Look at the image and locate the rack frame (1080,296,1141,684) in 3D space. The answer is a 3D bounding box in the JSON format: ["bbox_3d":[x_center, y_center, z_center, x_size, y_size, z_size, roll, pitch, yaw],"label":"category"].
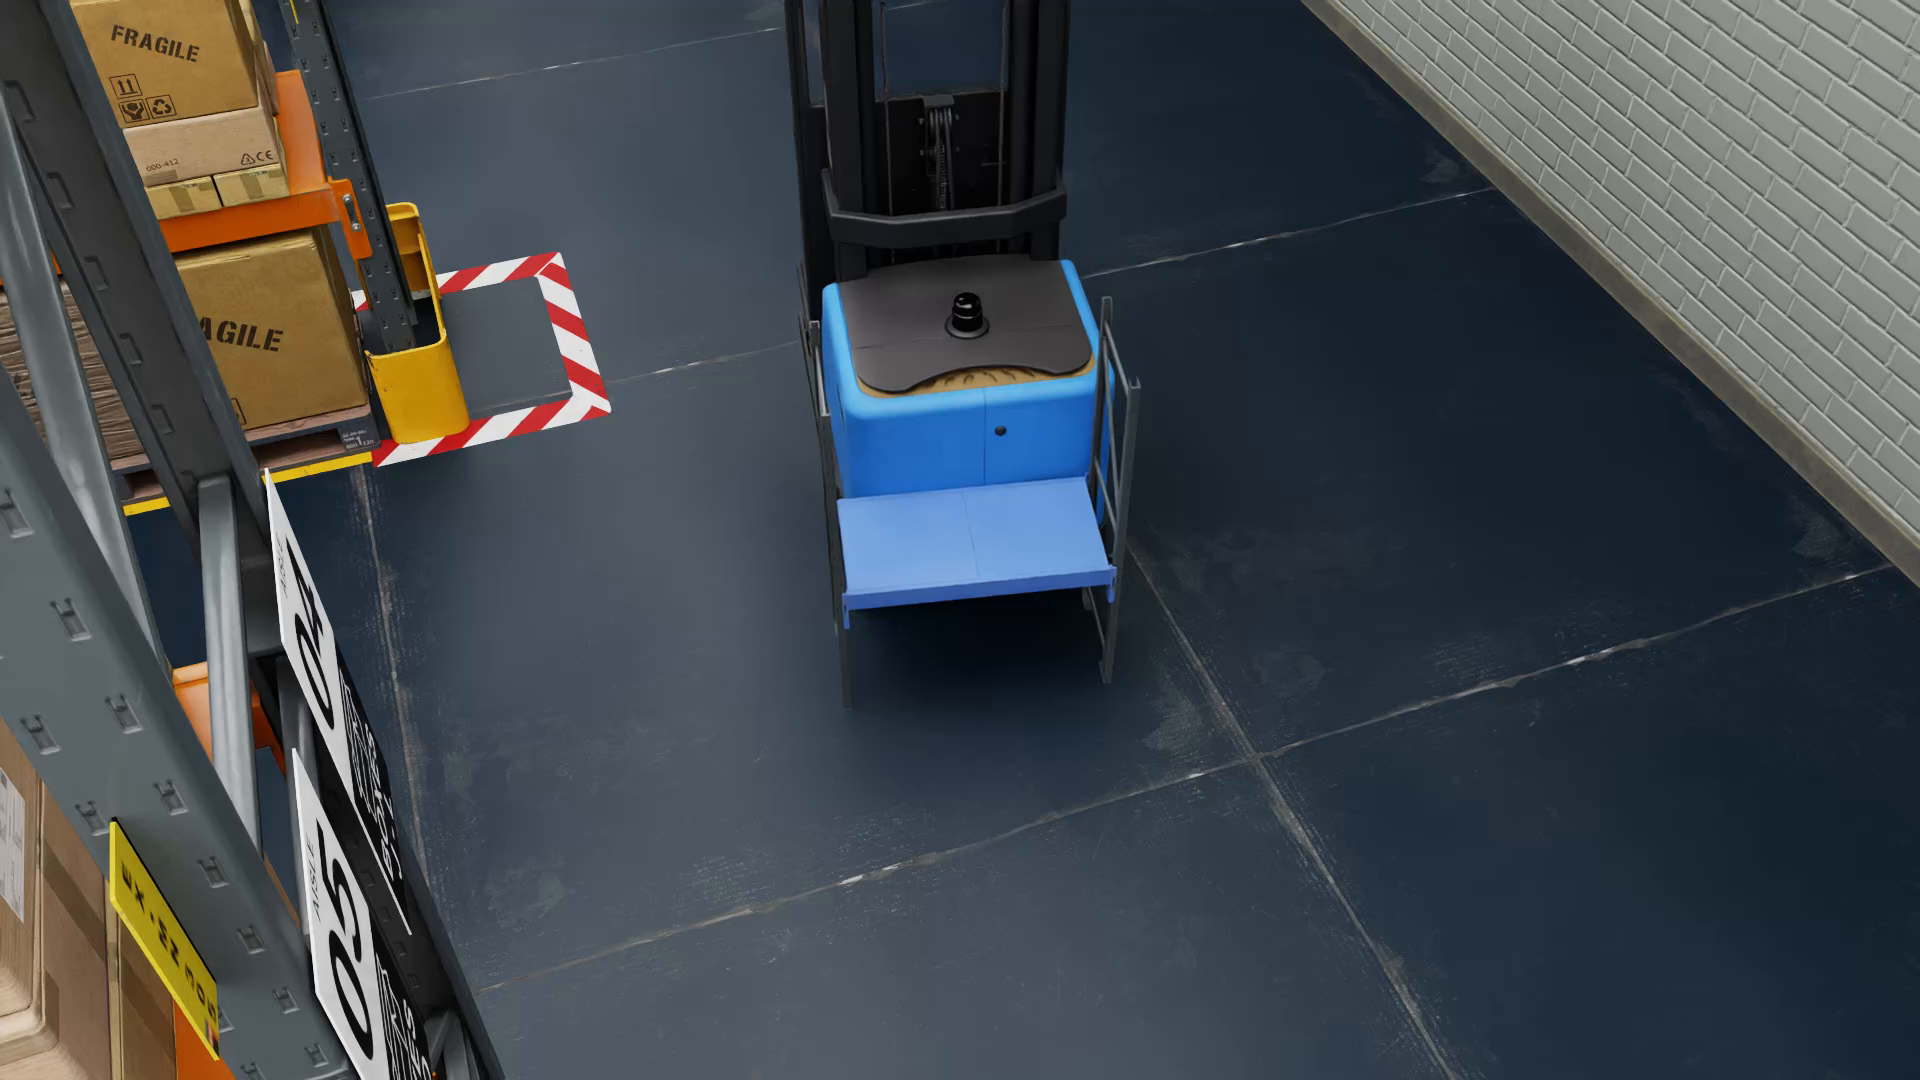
[{"bbox_3d":[0.543,-0.143,6.143,0.032,1.500,0.500,-6,45,-5],"label":"rack frame"}]

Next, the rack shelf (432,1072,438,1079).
[{"bbox_3d":[-2.893,2.164,3.293,4.000,0.370,1.077,-14,47,-14],"label":"rack shelf"}]

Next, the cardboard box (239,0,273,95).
[{"bbox_3d":[-3.144,-2.016,6.847,0.500,0.250,0.500,-16,47,-15],"label":"cardboard box"}]

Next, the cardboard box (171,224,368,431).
[{"bbox_3d":[-3.176,-1.091,7.232,0.875,0.875,0.875,-14,47,-14],"label":"cardboard box"}]

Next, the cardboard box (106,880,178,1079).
[{"bbox_3d":[-1.350,0.709,2.223,0.500,0.250,0.500,-15,47,-15],"label":"cardboard box"}]

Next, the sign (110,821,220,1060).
[{"bbox_3d":[-0.843,0.432,1.768,0.005,0.325,0.100,-14,47,-14],"label":"sign"}]

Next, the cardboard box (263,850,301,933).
[{"bbox_3d":[-1.525,0.867,3.091,0.500,0.500,0.500,-15,47,-14],"label":"cardboard box"}]

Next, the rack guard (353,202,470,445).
[{"bbox_3d":[-2.579,-1.023,7.726,0.348,0.500,1.175,-14,47,-14],"label":"rack guard"}]

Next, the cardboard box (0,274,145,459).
[{"bbox_3d":[-4.032,-0.872,7.014,0.875,0.875,0.875,-14,47,-14],"label":"cardboard box"}]

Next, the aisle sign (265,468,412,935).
[{"bbox_3d":[-1.045,0.294,2.813,0.004,0.787,0.394,-14,47,-14],"label":"aisle sign"}]

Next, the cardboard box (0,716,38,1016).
[{"bbox_3d":[-1.225,0.381,1.915,0.250,0.149,0.380,-15,47,-14],"label":"cardboard box"}]

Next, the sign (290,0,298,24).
[{"bbox_3d":[-2.430,-2.027,5.977,0.005,0.325,0.100,-14,47,-14],"label":"sign"}]

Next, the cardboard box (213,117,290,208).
[{"bbox_3d":[-2.824,-1.506,6.620,0.250,0.149,0.380,-14,47,-13],"label":"cardboard box"}]

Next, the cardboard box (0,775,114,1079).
[{"bbox_3d":[-1.359,0.527,2.052,0.500,0.250,0.500,-16,47,-15],"label":"cardboard box"}]

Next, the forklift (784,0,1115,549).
[{"bbox_3d":[-0.163,-1.845,6.829,1.130,2.935,3.031,-7,46,-7],"label":"forklift"}]

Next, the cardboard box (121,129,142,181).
[{"bbox_3d":[-3.444,-1.537,6.369,0.500,0.250,0.500,-15,47,-15],"label":"cardboard box"}]

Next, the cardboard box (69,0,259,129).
[{"bbox_3d":[-2.970,-1.924,6.226,0.500,0.500,0.500,-14,47,-13],"label":"cardboard box"}]

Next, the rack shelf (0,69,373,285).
[{"bbox_3d":[-4.482,-1.165,6.610,4.000,0.370,1.077,-14,47,-14],"label":"rack shelf"}]

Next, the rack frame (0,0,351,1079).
[{"bbox_3d":[-1.012,-0.689,1.393,0.127,3.000,1.000,-14,47,-14],"label":"rack frame"}]

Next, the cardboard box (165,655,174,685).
[{"bbox_3d":[-1.521,0.361,2.570,0.500,0.250,0.500,-13,46,-12],"label":"cardboard box"}]

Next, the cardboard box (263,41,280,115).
[{"bbox_3d":[-3.047,-1.946,7.058,0.250,0.149,0.380,-14,47,-13],"label":"cardboard box"}]

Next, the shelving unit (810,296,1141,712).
[{"bbox_3d":[0.039,-0.094,6.094,1.048,1.500,0.538,-6,45,-5],"label":"shelving unit"}]

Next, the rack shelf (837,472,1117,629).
[{"bbox_3d":[0.039,0.033,6.221,1.000,0.185,0.538,-6,45,-5],"label":"rack shelf"}]

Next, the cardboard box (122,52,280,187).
[{"bbox_3d":[-2.967,-1.659,6.490,0.500,0.250,0.500,-15,47,-14],"label":"cardboard box"}]

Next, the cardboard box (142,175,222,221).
[{"bbox_3d":[-3.068,-1.443,6.557,0.250,0.149,0.380,-14,47,-13],"label":"cardboard box"}]

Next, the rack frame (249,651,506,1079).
[{"bbox_3d":[-1.012,1.429,3.517,0.127,3.000,1.000,-14,47,-14],"label":"rack frame"}]

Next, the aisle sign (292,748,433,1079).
[{"bbox_3d":[-0.842,0.693,2.415,0.004,0.787,0.394,-14,47,-14],"label":"aisle sign"}]

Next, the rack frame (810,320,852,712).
[{"bbox_3d":[-0.464,-0.045,6.046,0.032,1.500,0.500,-6,45,-5],"label":"rack frame"}]

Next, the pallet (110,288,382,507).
[{"bbox_3d":[-3.327,-0.671,7.579,1.213,0.211,1.003,-14,47,-14],"label":"pallet"}]

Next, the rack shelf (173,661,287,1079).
[{"bbox_3d":[-2.893,1.105,2.230,4.000,0.370,1.077,-14,47,-14],"label":"rack shelf"}]

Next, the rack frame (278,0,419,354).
[{"bbox_3d":[-2.601,-1.900,6.835,0.127,3.000,1.000,-14,47,-14],"label":"rack frame"}]
